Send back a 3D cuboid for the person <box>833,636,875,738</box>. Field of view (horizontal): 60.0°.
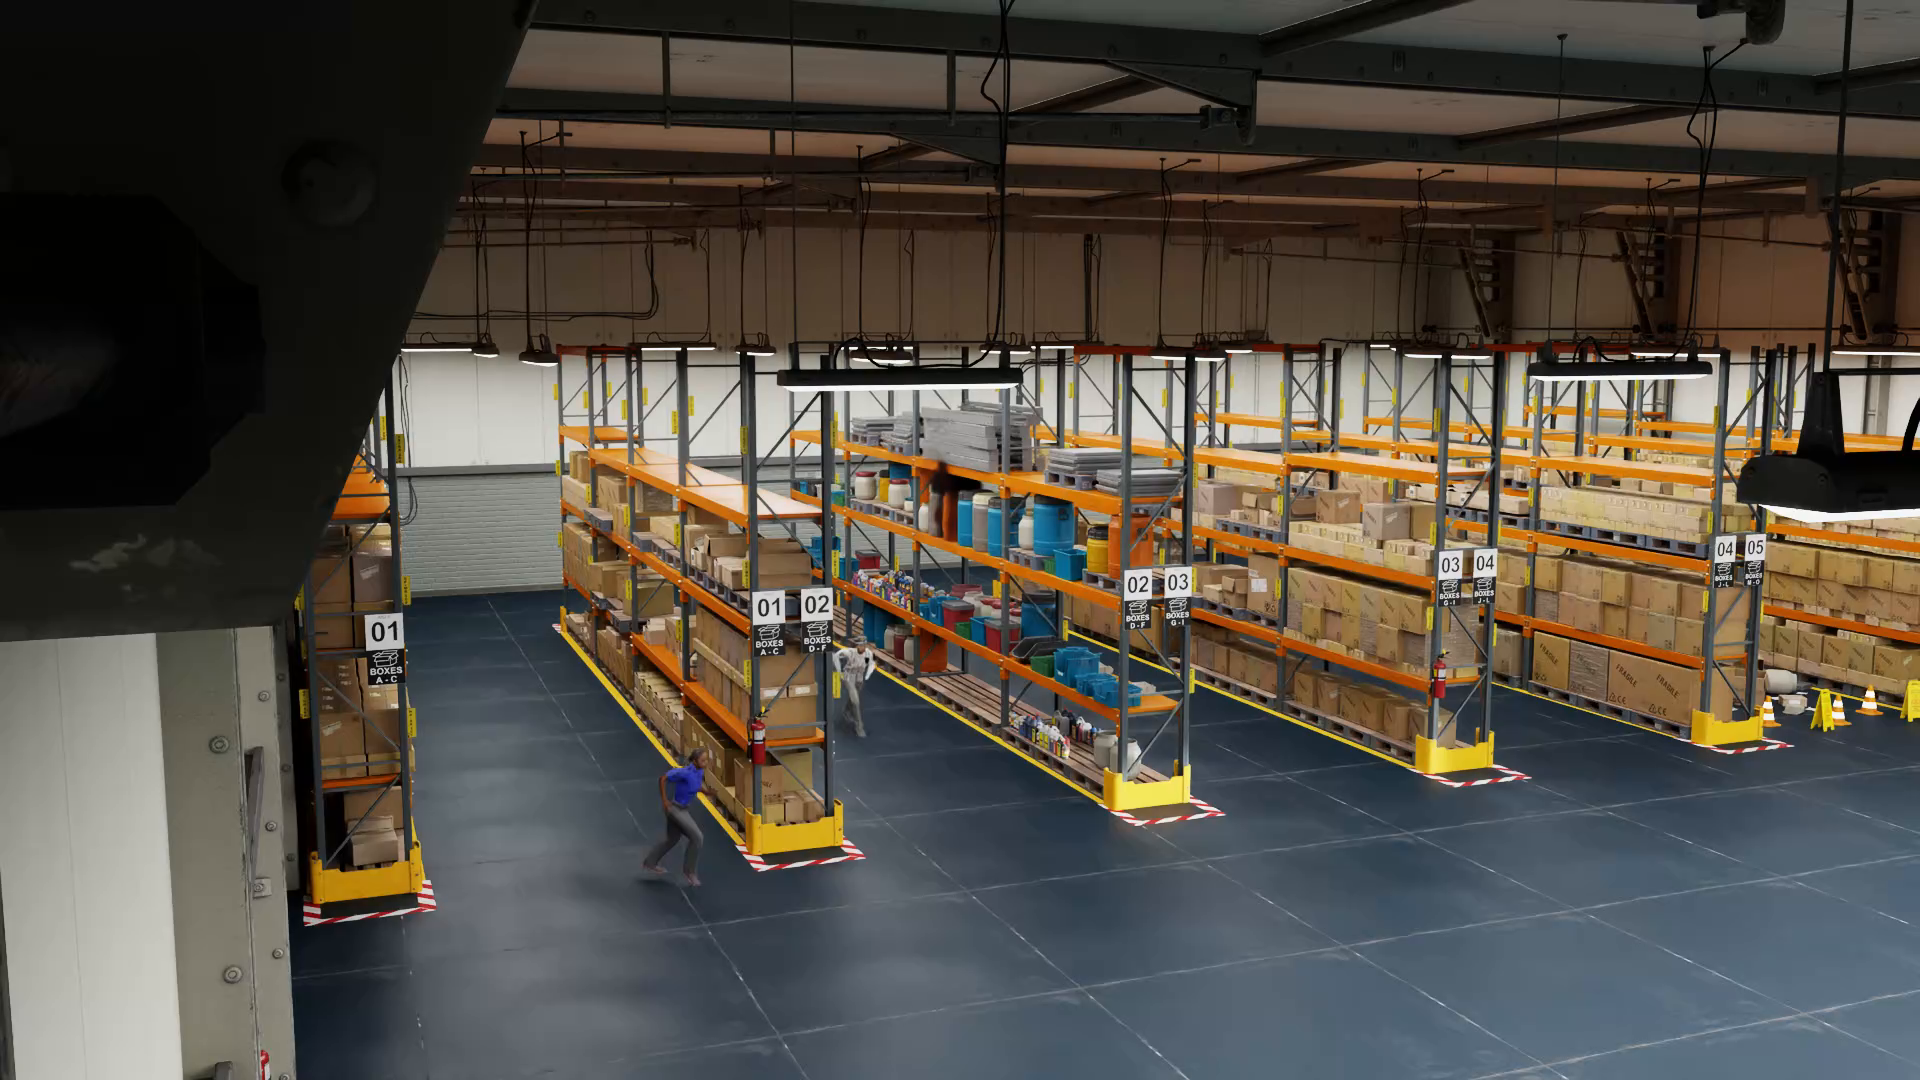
[{"bbox_3d":[-1.691,2.255,26.143,0.662,1.633,0.961,-3,8,-21],"label":"person"}]

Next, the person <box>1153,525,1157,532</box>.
[{"bbox_3d":[4.485,0.450,39.511,0.683,1.817,0.718,0,7,-2],"label":"person"}]

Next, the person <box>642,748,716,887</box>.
[{"bbox_3d":[-3.231,3.167,19.019,0.924,1.646,0.609,2,7,13],"label":"person"}]
